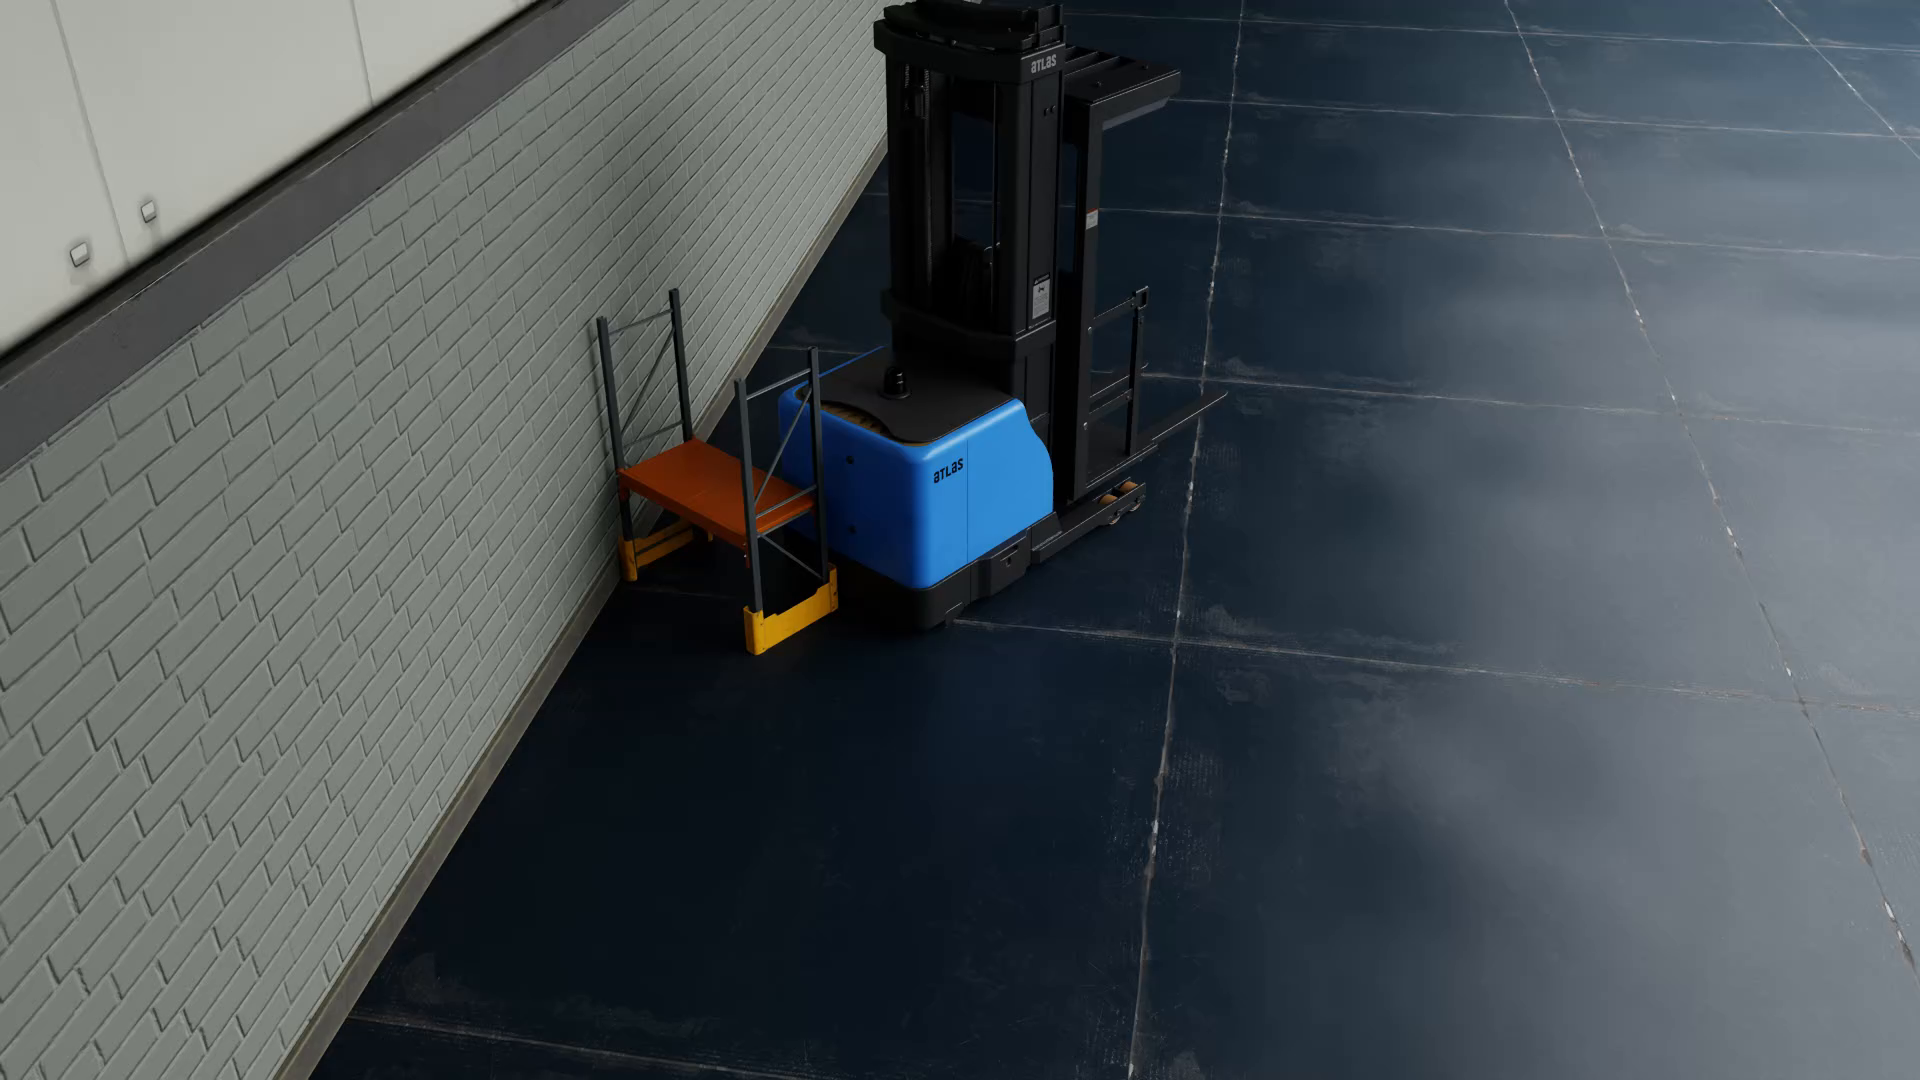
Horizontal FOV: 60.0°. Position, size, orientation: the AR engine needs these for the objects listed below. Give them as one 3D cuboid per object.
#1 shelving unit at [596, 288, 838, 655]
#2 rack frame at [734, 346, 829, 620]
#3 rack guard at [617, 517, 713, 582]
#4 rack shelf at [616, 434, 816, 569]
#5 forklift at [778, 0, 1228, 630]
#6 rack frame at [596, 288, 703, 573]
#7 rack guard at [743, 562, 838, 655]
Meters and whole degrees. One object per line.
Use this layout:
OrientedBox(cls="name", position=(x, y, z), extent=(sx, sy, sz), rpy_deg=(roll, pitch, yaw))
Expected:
OrientedBox(cls="shelving unit", position=(-1.224, -0.362, 8.414), extent=(1.083, 1.500, 0.587), rpy_deg=(26, 40, 35))
OrientedBox(cls="rack frame", position=(-0.854, -0.184, 8.131), extent=(0.032, 1.500, 0.500), rpy_deg=(26, 40, 35))
OrientedBox(cls="rack guard", position=(-1.594, -0.009, 9.029), extent=(0.087, 0.250, 0.587), rpy_deg=(26, 40, 35))
OrientedBox(cls="rack shelf", position=(-1.231, -0.213, 8.515), extent=(1.000, 0.185, 0.538), rpy_deg=(26, 40, 35))
OrientedBox(cls="forklift", position=(0.412, -1.490, 8.868), extent=(1.130, 2.935, 3.031), rpy_deg=(25, 40, 34))
OrientedBox(cls="rack frame", position=(-1.609, -0.546, 8.708), extent=(0.032, 1.500, 0.500), rpy_deg=(26, 40, 35))
OrientedBox(cls="rack guard", position=(-0.854, 0.345, 8.463), extent=(0.087, 0.250, 0.587), rpy_deg=(26, 40, 35))
